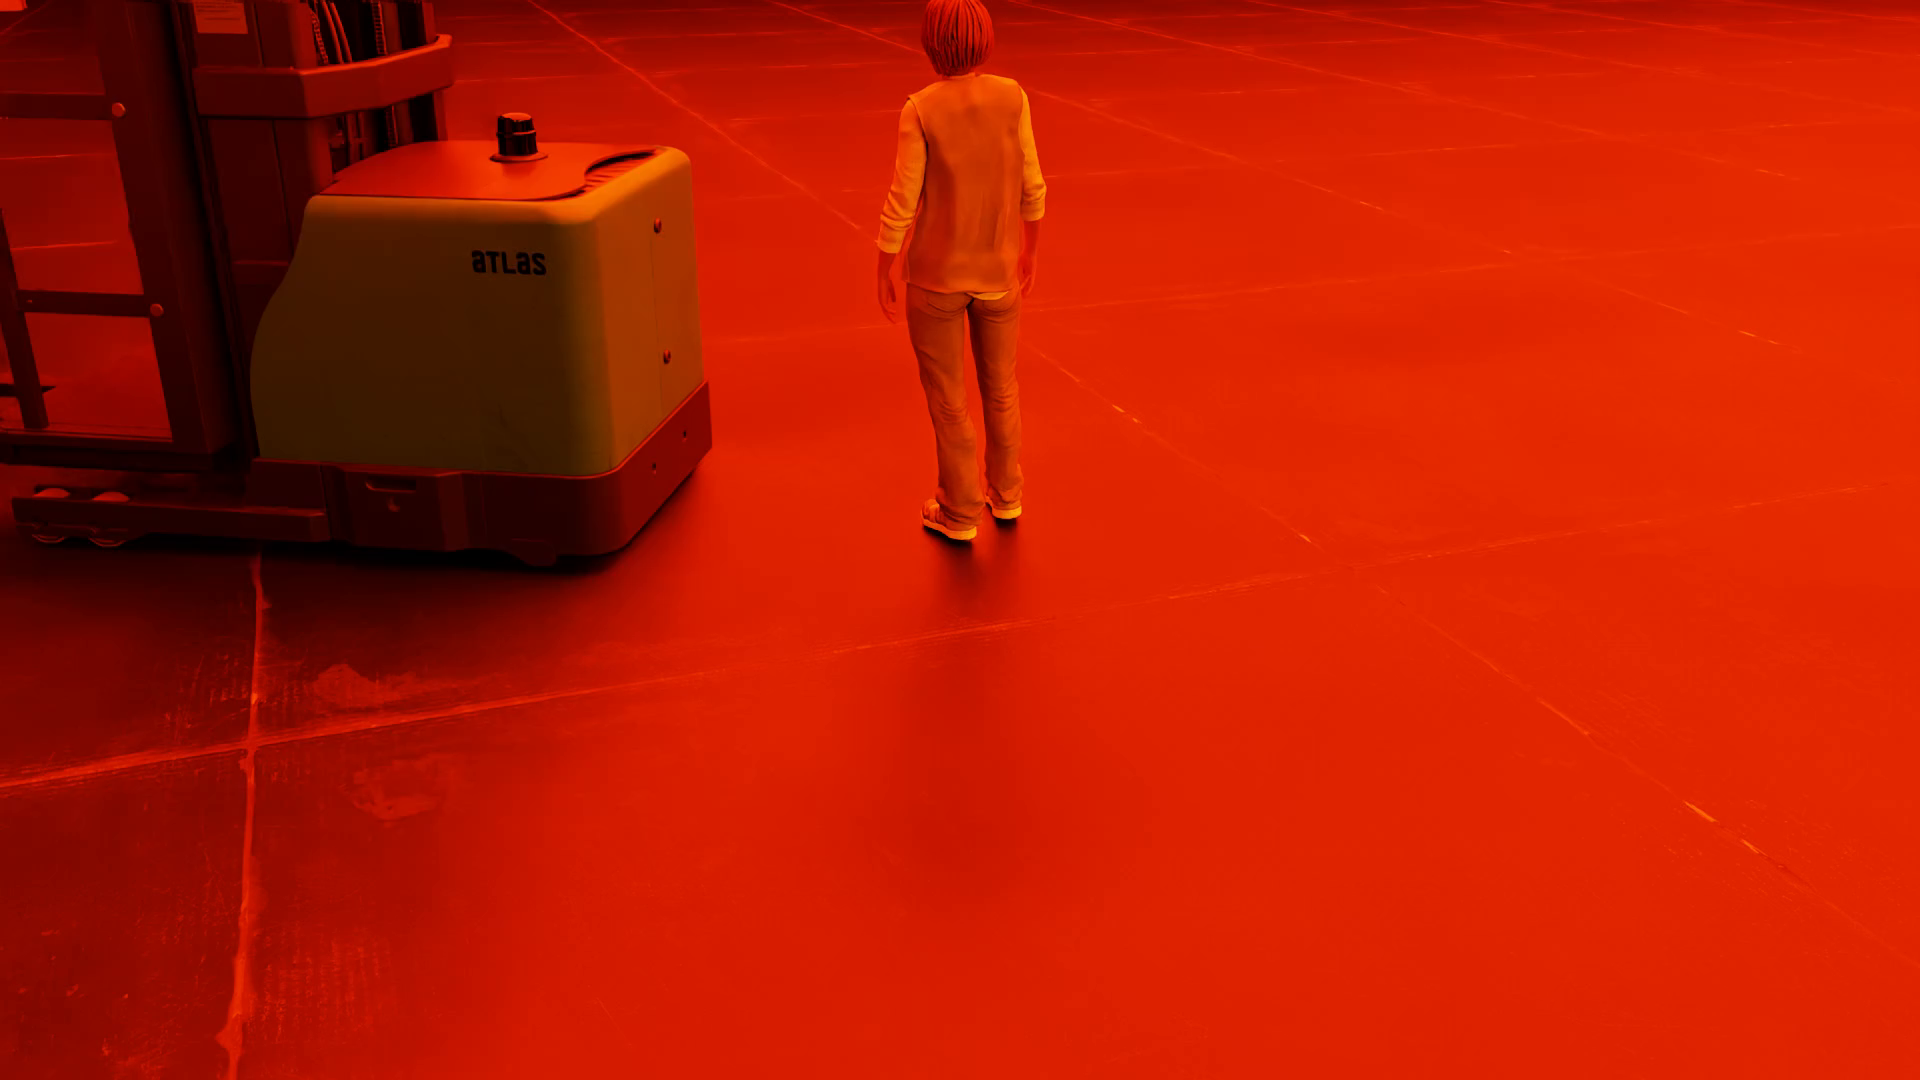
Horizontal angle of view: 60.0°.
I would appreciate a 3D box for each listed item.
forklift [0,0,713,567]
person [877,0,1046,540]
[{"bbox_3d":[-2.404,-1.526,4.927,3.031,2.935,1.130,4,23,8],"label":"forklift"},{"bbox_3d":[-0.012,-0.772,4.835,0.519,1.598,0.474,-8,24,-18],"label":"person"}]
